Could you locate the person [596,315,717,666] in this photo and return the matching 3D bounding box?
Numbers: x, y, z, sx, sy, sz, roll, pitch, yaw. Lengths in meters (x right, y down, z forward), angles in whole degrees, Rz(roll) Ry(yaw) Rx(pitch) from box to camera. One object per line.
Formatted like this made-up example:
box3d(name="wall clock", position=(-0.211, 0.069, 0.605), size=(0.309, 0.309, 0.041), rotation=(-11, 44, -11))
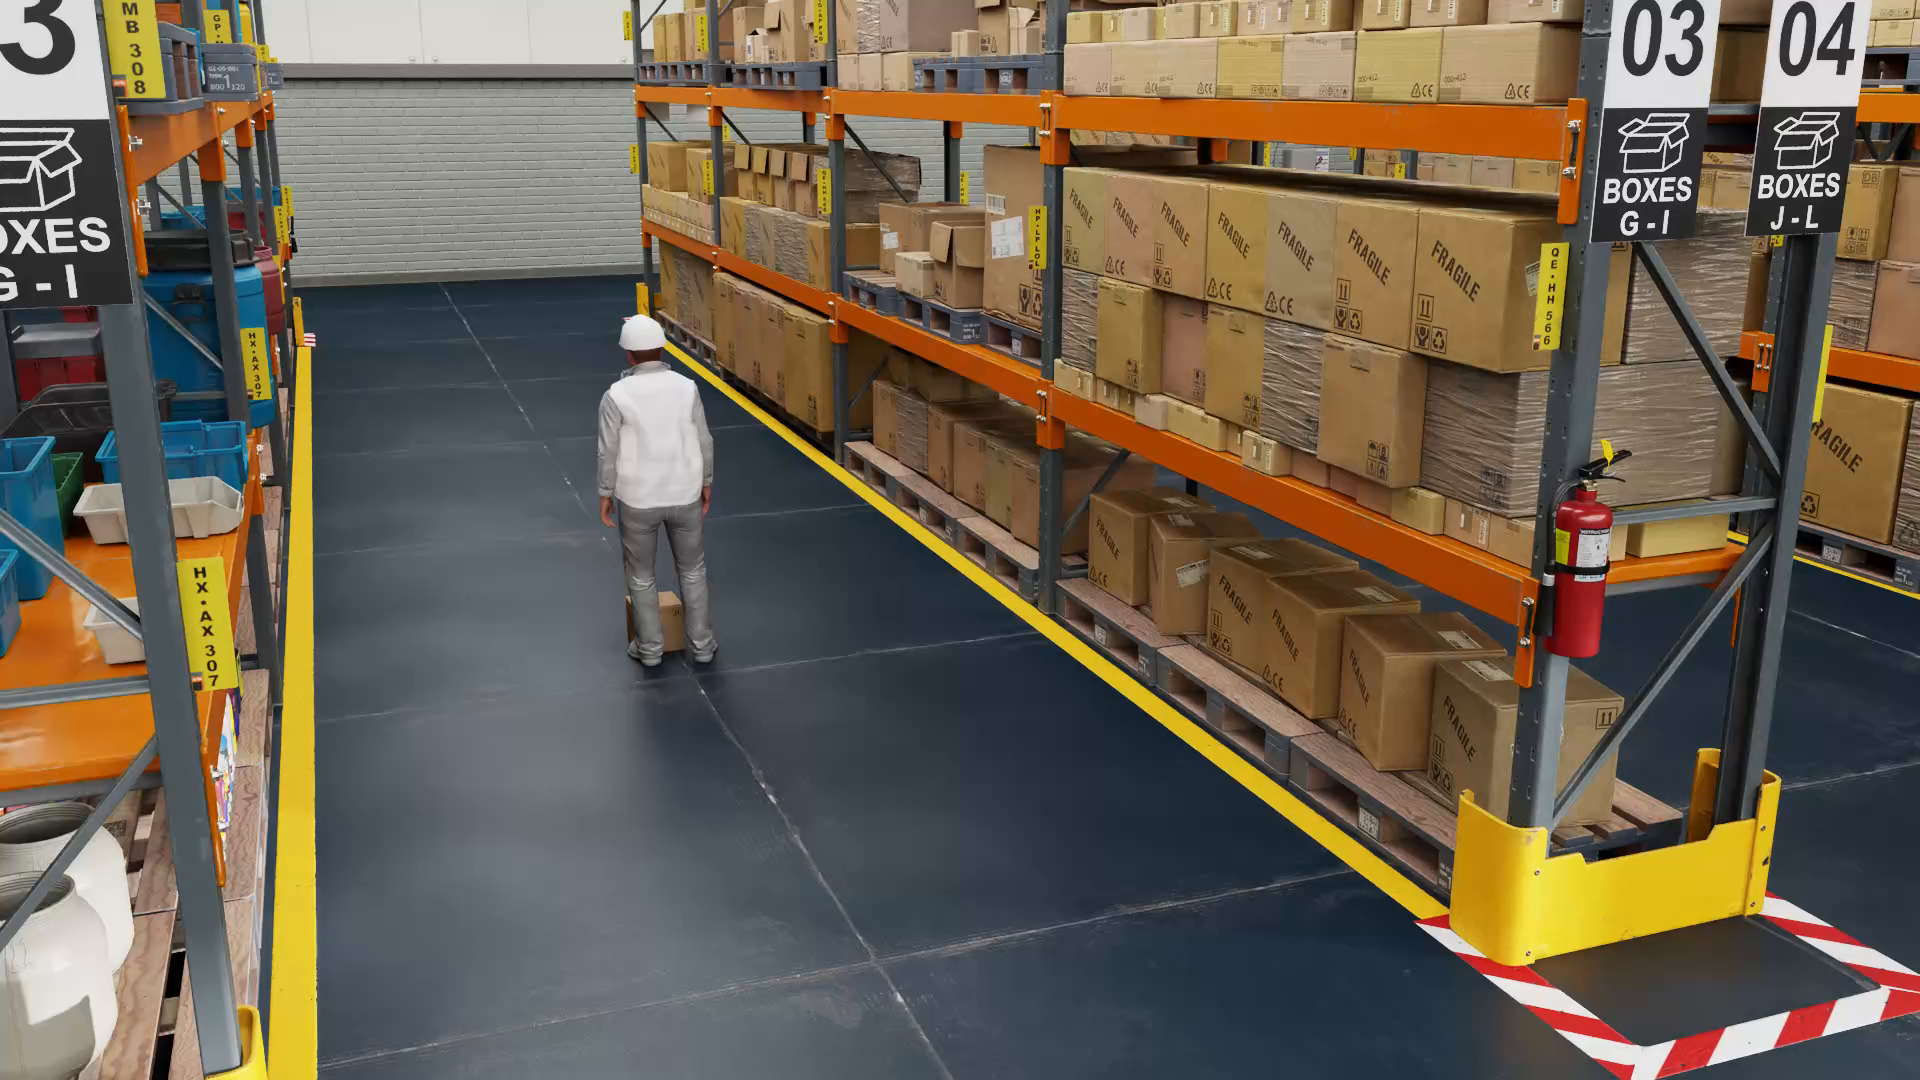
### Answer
box3d(name="person", position=(-1.516, -0.235, 8.320), size=(0.593, 1.773, 0.467), rotation=(-7, 17, -23))
